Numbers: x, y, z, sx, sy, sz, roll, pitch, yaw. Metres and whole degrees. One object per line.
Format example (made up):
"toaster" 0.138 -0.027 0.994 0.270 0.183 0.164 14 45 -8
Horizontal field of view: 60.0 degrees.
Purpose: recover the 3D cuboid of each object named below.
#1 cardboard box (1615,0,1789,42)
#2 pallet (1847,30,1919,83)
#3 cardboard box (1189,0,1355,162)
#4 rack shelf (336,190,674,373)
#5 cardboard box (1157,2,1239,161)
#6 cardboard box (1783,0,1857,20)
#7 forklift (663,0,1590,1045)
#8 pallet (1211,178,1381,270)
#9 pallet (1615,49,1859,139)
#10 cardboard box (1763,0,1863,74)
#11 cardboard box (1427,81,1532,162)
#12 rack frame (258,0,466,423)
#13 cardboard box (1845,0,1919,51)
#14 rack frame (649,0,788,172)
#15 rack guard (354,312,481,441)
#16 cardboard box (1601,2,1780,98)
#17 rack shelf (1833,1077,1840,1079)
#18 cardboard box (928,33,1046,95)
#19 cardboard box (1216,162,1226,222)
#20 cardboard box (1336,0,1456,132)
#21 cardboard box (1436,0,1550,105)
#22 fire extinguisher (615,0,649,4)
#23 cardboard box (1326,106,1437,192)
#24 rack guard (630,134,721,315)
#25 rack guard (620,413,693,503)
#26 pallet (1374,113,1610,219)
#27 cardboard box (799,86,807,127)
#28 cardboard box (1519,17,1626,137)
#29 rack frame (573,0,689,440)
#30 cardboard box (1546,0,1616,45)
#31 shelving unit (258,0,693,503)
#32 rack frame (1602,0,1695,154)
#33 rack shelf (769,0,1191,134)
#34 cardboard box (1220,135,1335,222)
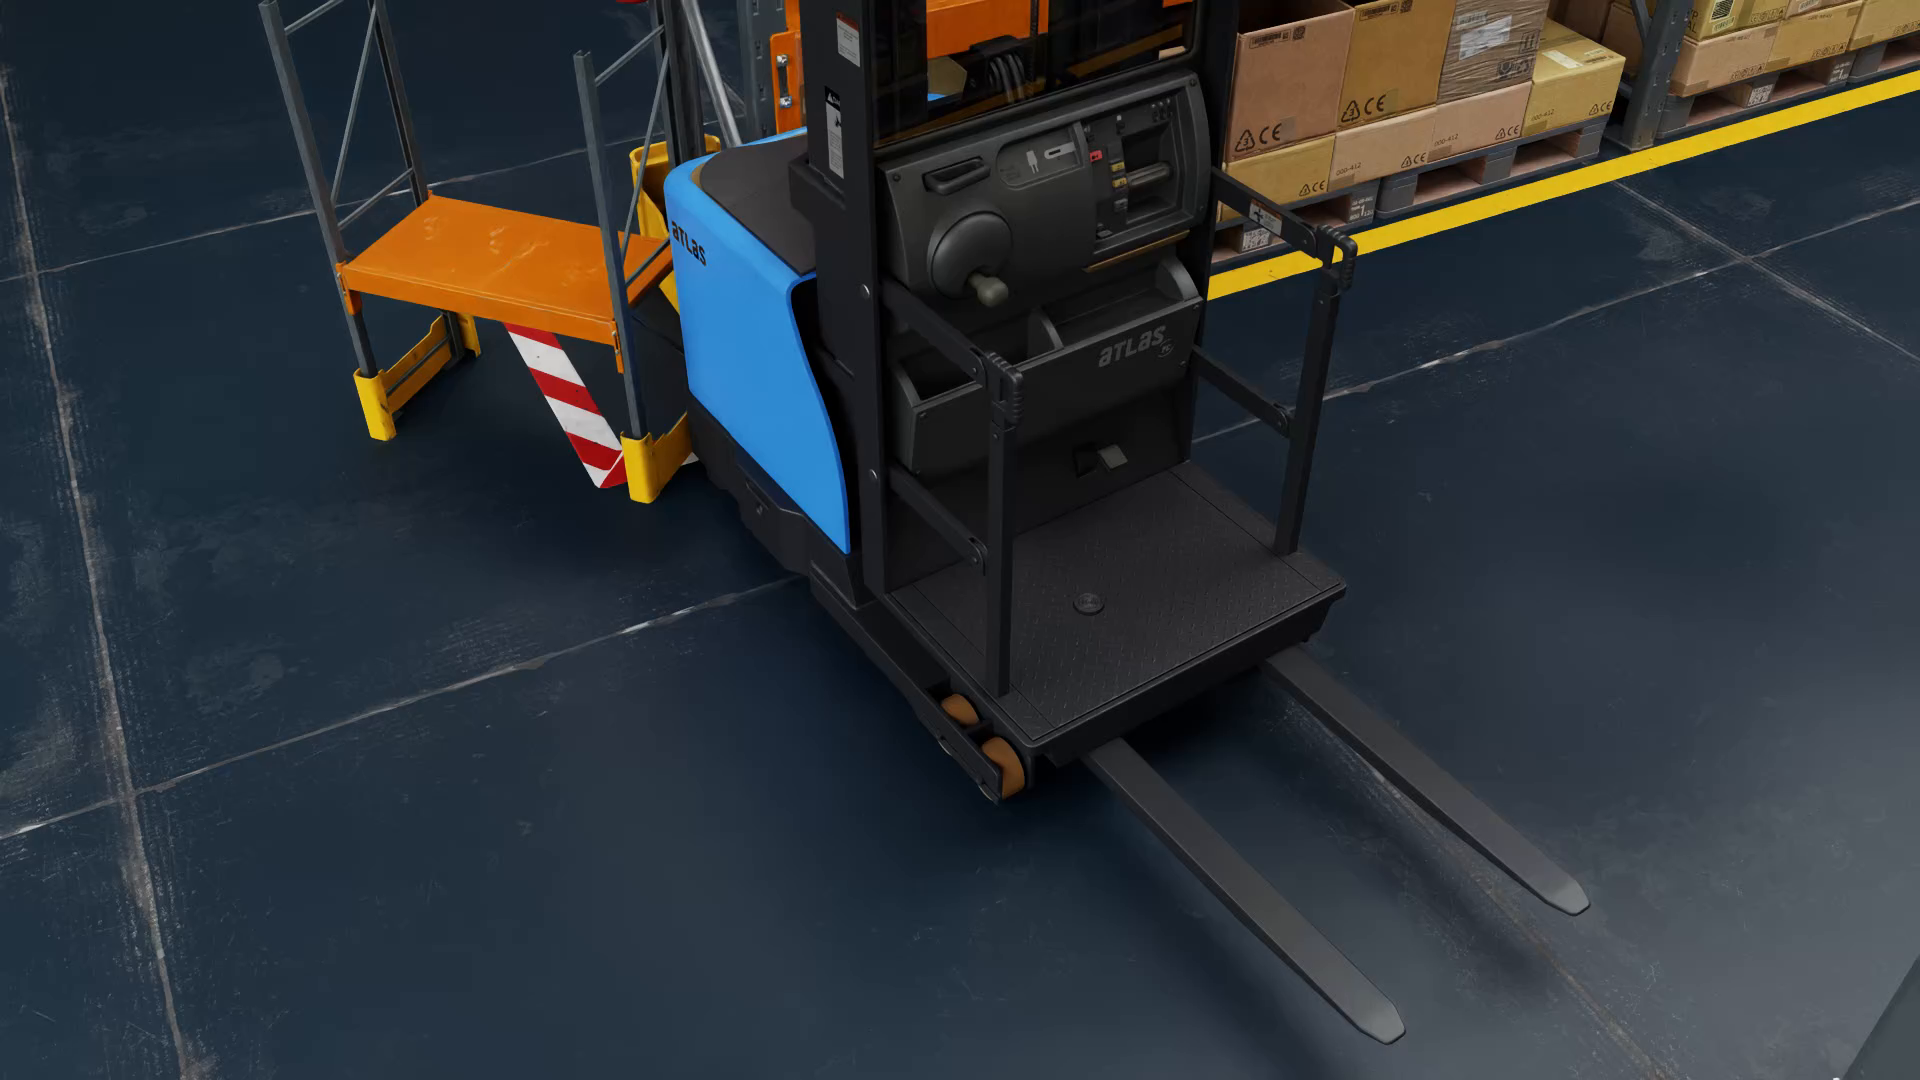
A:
"cardboard box" 3.226 -2.434 7.173 0.500 0.311 0.500 -18 44 -20
"pallet" 4.463 -2.674 8.245 1.213 0.211 1.003 -19 44 -21
"cardboard box" 1.106 -1.811 6.290 0.500 0.500 0.500 -19 44 -21
"rack shelf" -1.418 -0.849 5.370 1.000 0.185 0.538 13 42 15
"cardboard box" 0.655 -1.672 6.126 0.500 0.500 0.500 -19 44 -21
"cardboard box" 3.672 -2.581 7.346 0.500 0.311 0.500 -19 44 -21
"forklift" 0.354 -0.782 3.905 1.130 2.935 3.031 -24 46 -25
"pallet" 0.936 -1.485 6.840 1.213 0.211 1.003 -19 44 -21
"pallet" 3.379 -2.307 7.812 1.213 0.211 1.003 -19 44 -21
"cardboard box" 3.670 -2.370 7.531 0.500 0.250 0.500 -18 43 -20
"cardboard box" 1.986 -1.833 6.896 0.500 0.250 0.500 -19 44 -21
"rack frame" -1.896 -1.098 5.386 0.032 1.500 0.500 13 42 15
"cardboard box" 4.128 -2.526 7.716 0.500 0.250 0.500 -20 44 -22
"rack frame" -0.804 -1.935 5.214 0.127 3.000 1.000 -19 44 -21
"rack guard" -1.878 -0.616 5.785 0.087 0.250 0.587 13 42 15
"cardboard box" 3.216 -2.218 7.352 0.500 0.250 0.500 -20 44 -22
"rack shelf" 3.255 0.582 2.798 4.000 0.370 1.077 -19 44 -21
"cardboard box" 0.217 -1.515 5.941 0.500 0.500 0.500 -19 44 -21
"cardboard box" 0.660 -1.379 6.360 0.500 0.250 0.500 -19 44 -21
"cardboard box" 1.543 -1.968 6.476 0.500 0.500 0.500 -19 44 -21
"cardboard box" 1.985 -2.120 6.655 0.500 0.500 0.500 -19 44 -21
"fire extinguisher" -1.123 -2.137 5.512 0.183 0.674 0.296 -19 44 -21
"cardboard box" 1.549 -1.675 6.710 0.500 0.250 0.500 -19 44 -21
"rack guard" -0.825 -0.974 6.014 0.348 0.500 1.175 -19 44 -21
"rack guard" -0.941 -0.398 5.526 0.087 0.250 0.587 13 42 15
"pallet" 2.019 -1.851 7.274 1.213 0.211 1.003 -19 44 -21
"cardboard box" -0.465 -1.663 6.115 0.500 0.500 0.500 -19 44 -21
"cardboard box" 2.434 -1.976 7.066 0.500 0.250 0.500 -19 44 -21
"rack frame" -0.940 -0.874 5.122 0.032 1.500 0.500 13 42 15
"cardboard box" 2.978 -2.530 7.720 0.500 0.250 0.500 -19 44 -21
"shelving unit" -1.410 -0.984 5.252 1.083 1.500 0.587 13 42 15
"rack frame" 2.744 -3.129 6.625 0.127 3.000 1.000 -19 44 -21
"rack shelf" 0.970 -2.257 6.152 4.000 0.370 1.077 -19 44 -21
"cardboard box" 1.106 -1.525 6.533 0.500 0.250 0.500 -19 44 -21
